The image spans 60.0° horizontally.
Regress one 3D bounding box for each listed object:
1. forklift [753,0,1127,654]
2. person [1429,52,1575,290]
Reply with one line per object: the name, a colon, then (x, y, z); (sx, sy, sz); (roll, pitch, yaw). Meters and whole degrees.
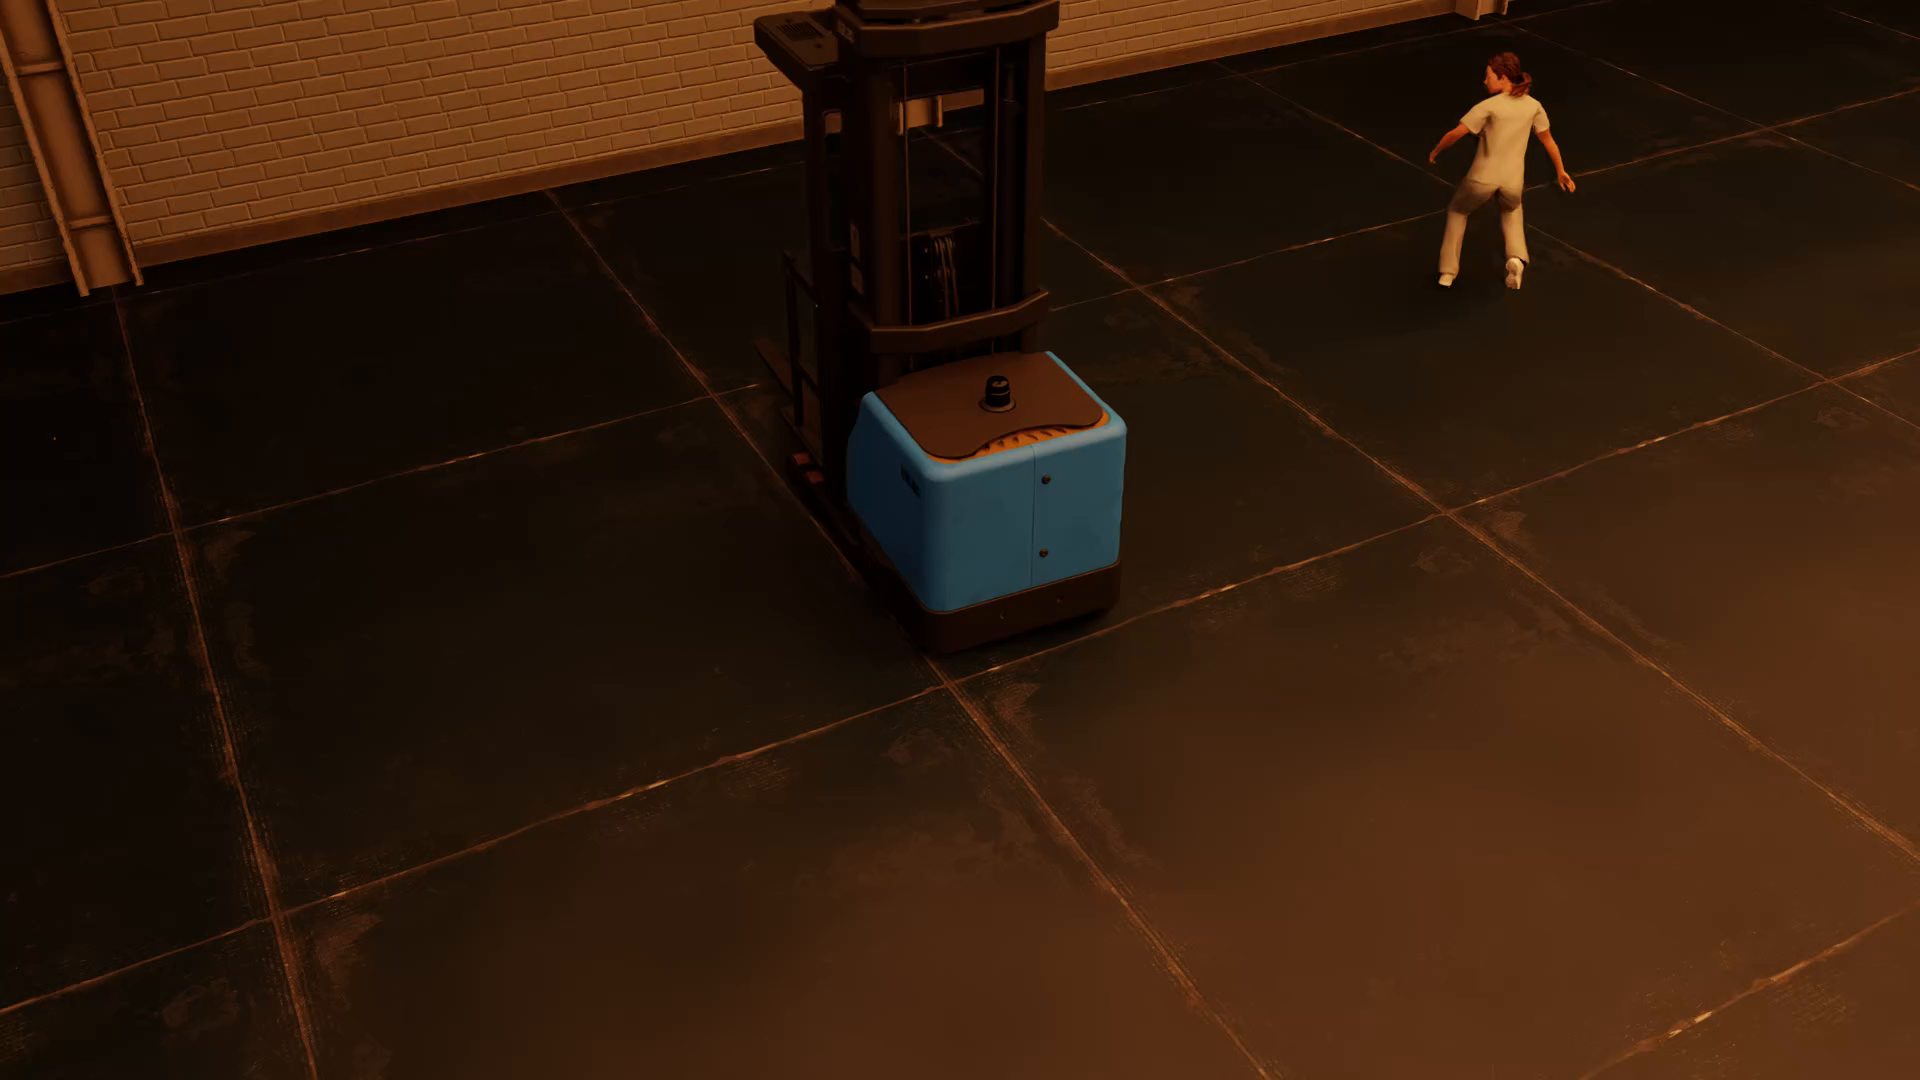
forklift: (-0.299, -1.504, 8.250); (1.130, 2.935, 3.031); (-15, 38, -20)
person: (3.490, -2.346, 10.725); (0.877, 1.537, 0.471); (-1, 35, -1)
